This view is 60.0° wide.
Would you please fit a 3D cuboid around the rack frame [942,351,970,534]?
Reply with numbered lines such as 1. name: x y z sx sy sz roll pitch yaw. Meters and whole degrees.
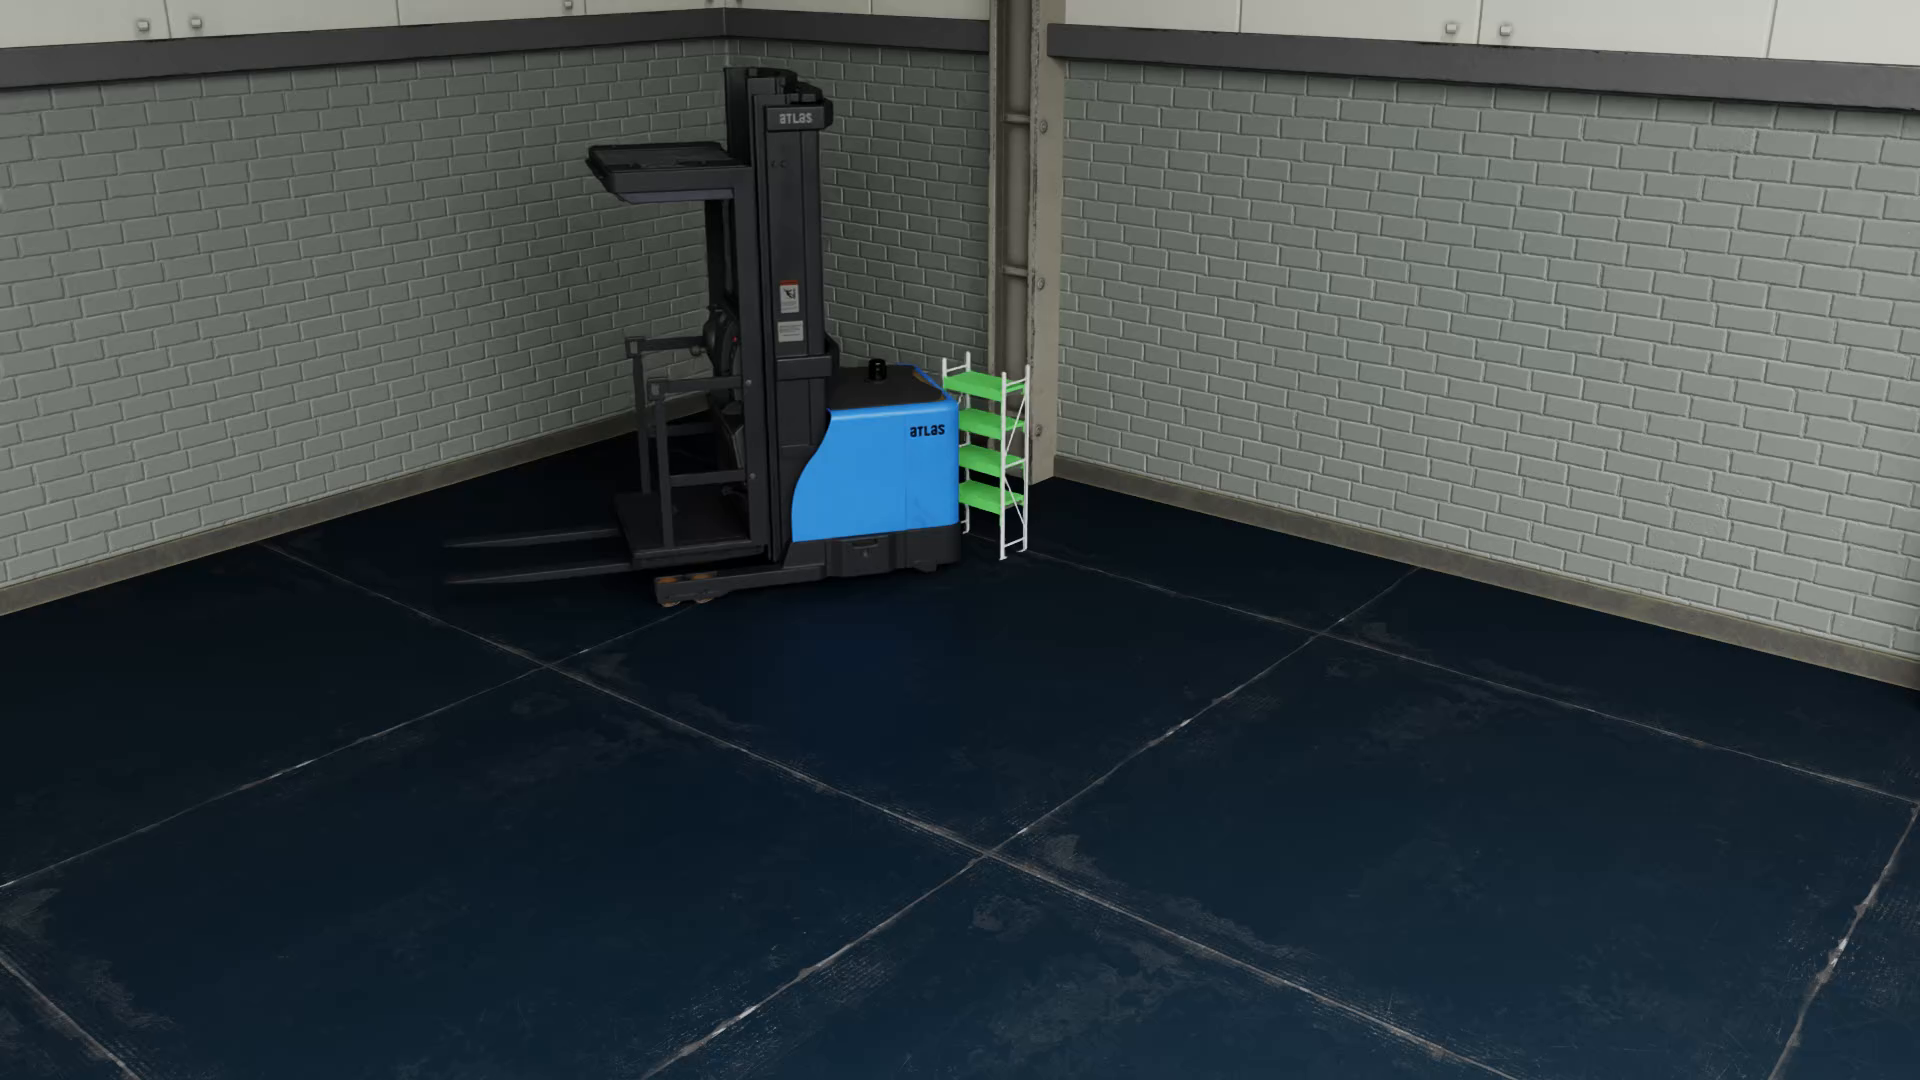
1. rack frame: -0.023 -0.585 10.518 0.015 1.200 0.240 18 27 39

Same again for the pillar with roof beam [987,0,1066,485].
1. pillar with roof beam: -2.284 -3.504 7.206 0.400 9.000 9.100 16 26 36

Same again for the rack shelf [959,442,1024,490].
1. rack shelf: 0.157 -0.467 10.386 0.480 0.148 0.258 18 27 39

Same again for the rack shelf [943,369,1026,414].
1. rack shelf: 0.157 -0.916 10.217 0.480 0.148 0.258 18 27 39

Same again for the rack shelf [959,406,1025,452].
1. rack shelf: 0.157 -0.691 10.302 0.480 0.148 0.258 18 27 39

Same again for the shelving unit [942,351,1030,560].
1. shelving unit: 0.157 -0.527 10.364 0.503 1.200 0.258 18 27 39

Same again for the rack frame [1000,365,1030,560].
1. rack frame: 0.337 -0.468 10.210 0.015 1.200 0.240 18 27 39

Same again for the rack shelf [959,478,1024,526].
1. rack shelf: 0.157 -0.242 10.471 0.480 0.148 0.258 18 27 39

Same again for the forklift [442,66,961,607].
1. forklift: -1.567 -1.192 9.676 3.031 2.935 1.130 -6 22 -16
